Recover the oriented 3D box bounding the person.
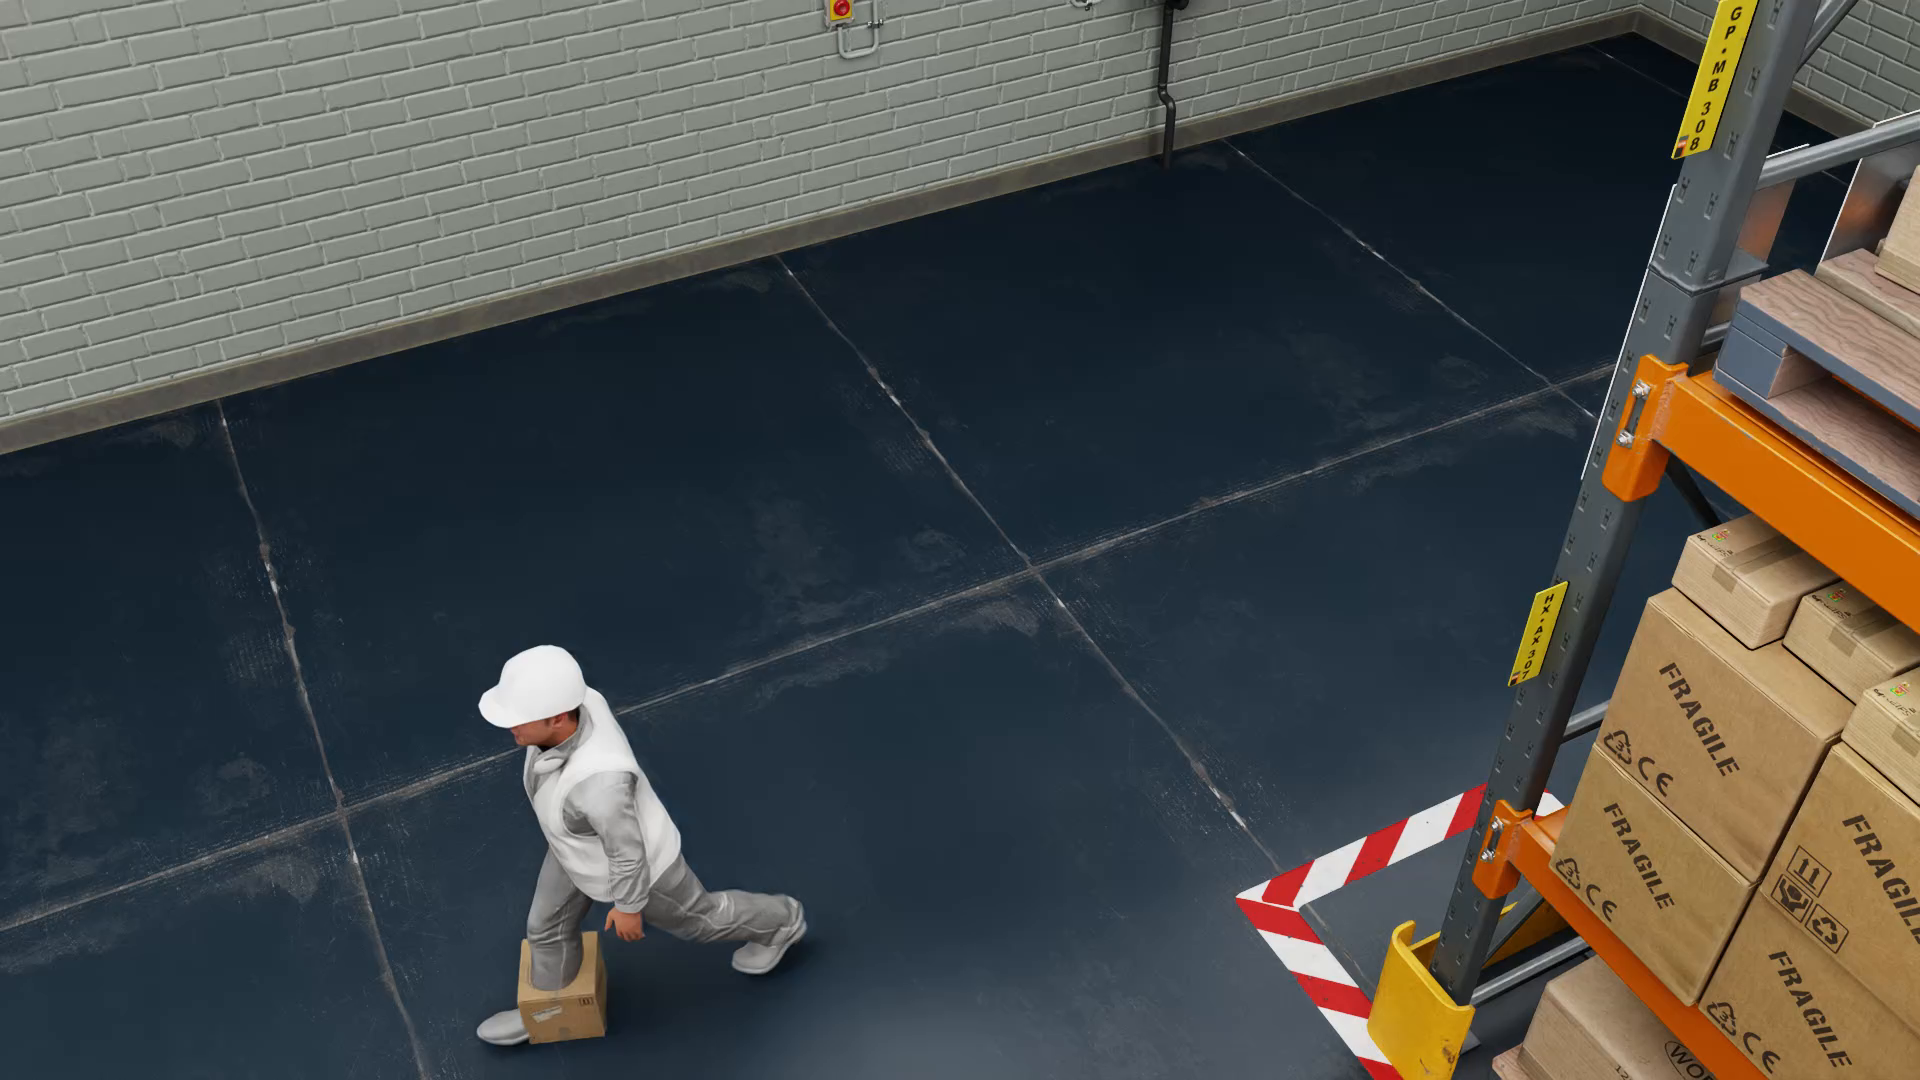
[{"bbox_3d":[-1.039,0.933,5.106,1.112,1.712,0.552,-24,46,-25],"label":"person"}]
